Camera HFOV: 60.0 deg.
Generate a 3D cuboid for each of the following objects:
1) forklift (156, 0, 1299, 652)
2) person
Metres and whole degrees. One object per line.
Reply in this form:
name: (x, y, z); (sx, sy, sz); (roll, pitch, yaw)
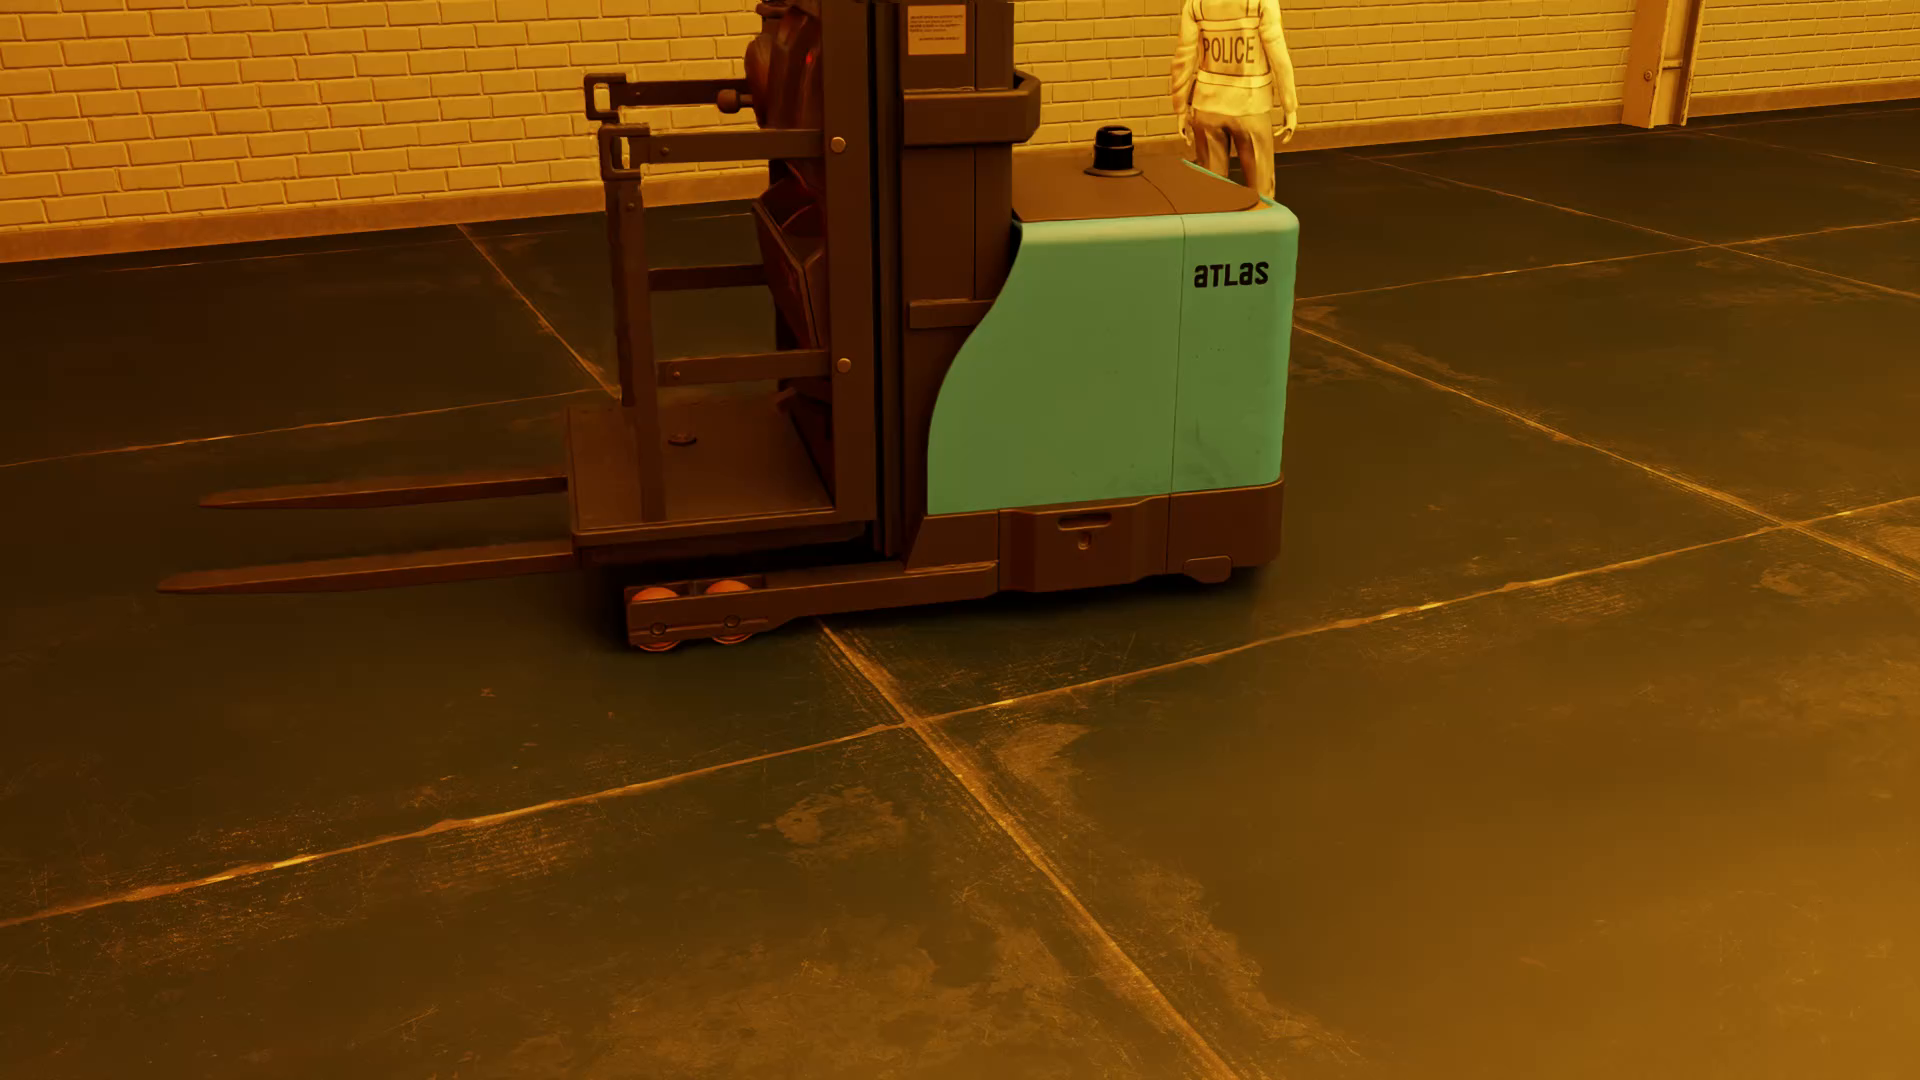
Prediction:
forklift: (-0.649, -1.281, 4.371); (3.031, 2.935, 1.130); (-5, 23, -13)
person: (1.256, -1.940, 7.567); (0.574, 1.704, 0.504); (10, 25, 22)
